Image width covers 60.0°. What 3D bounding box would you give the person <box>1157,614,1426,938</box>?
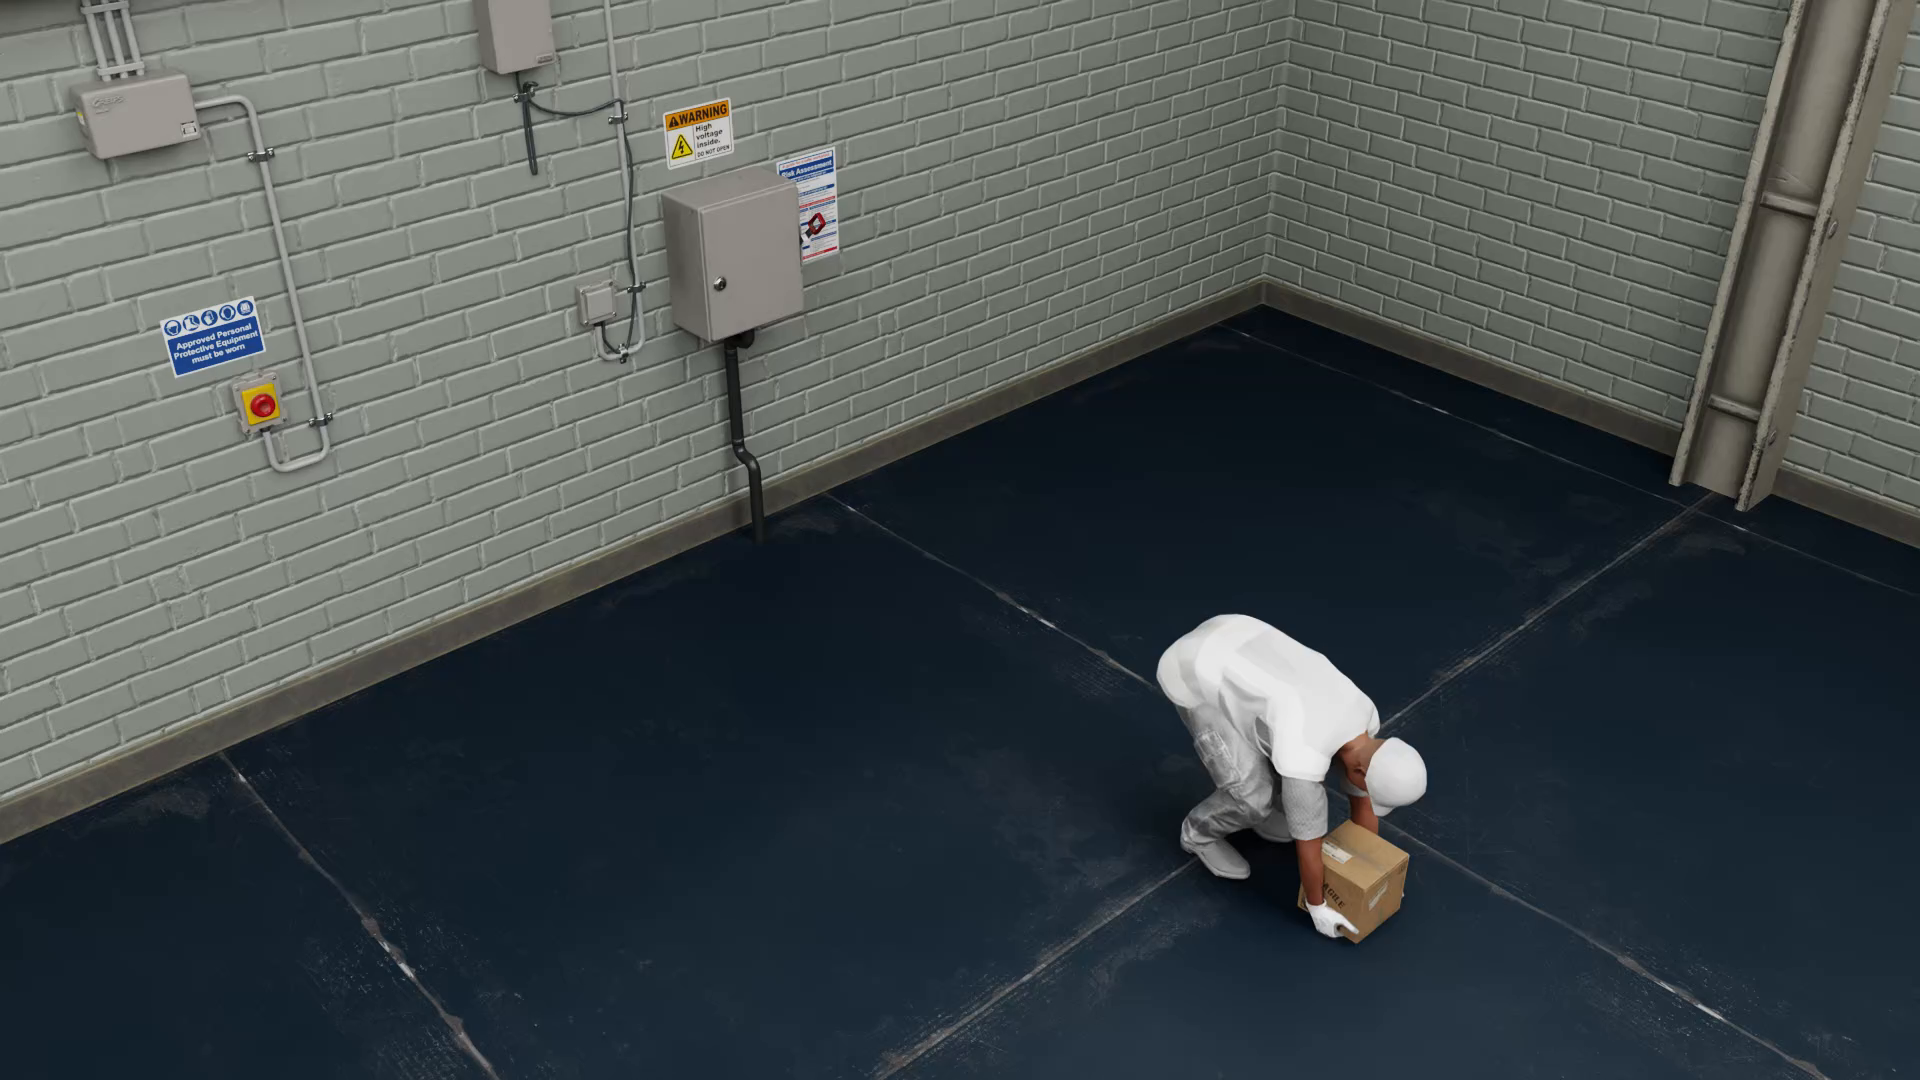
[{"bbox_3d":[1.128,0.774,5.701,0.986,0.917,0.534,27,41,37],"label":"person"}]
